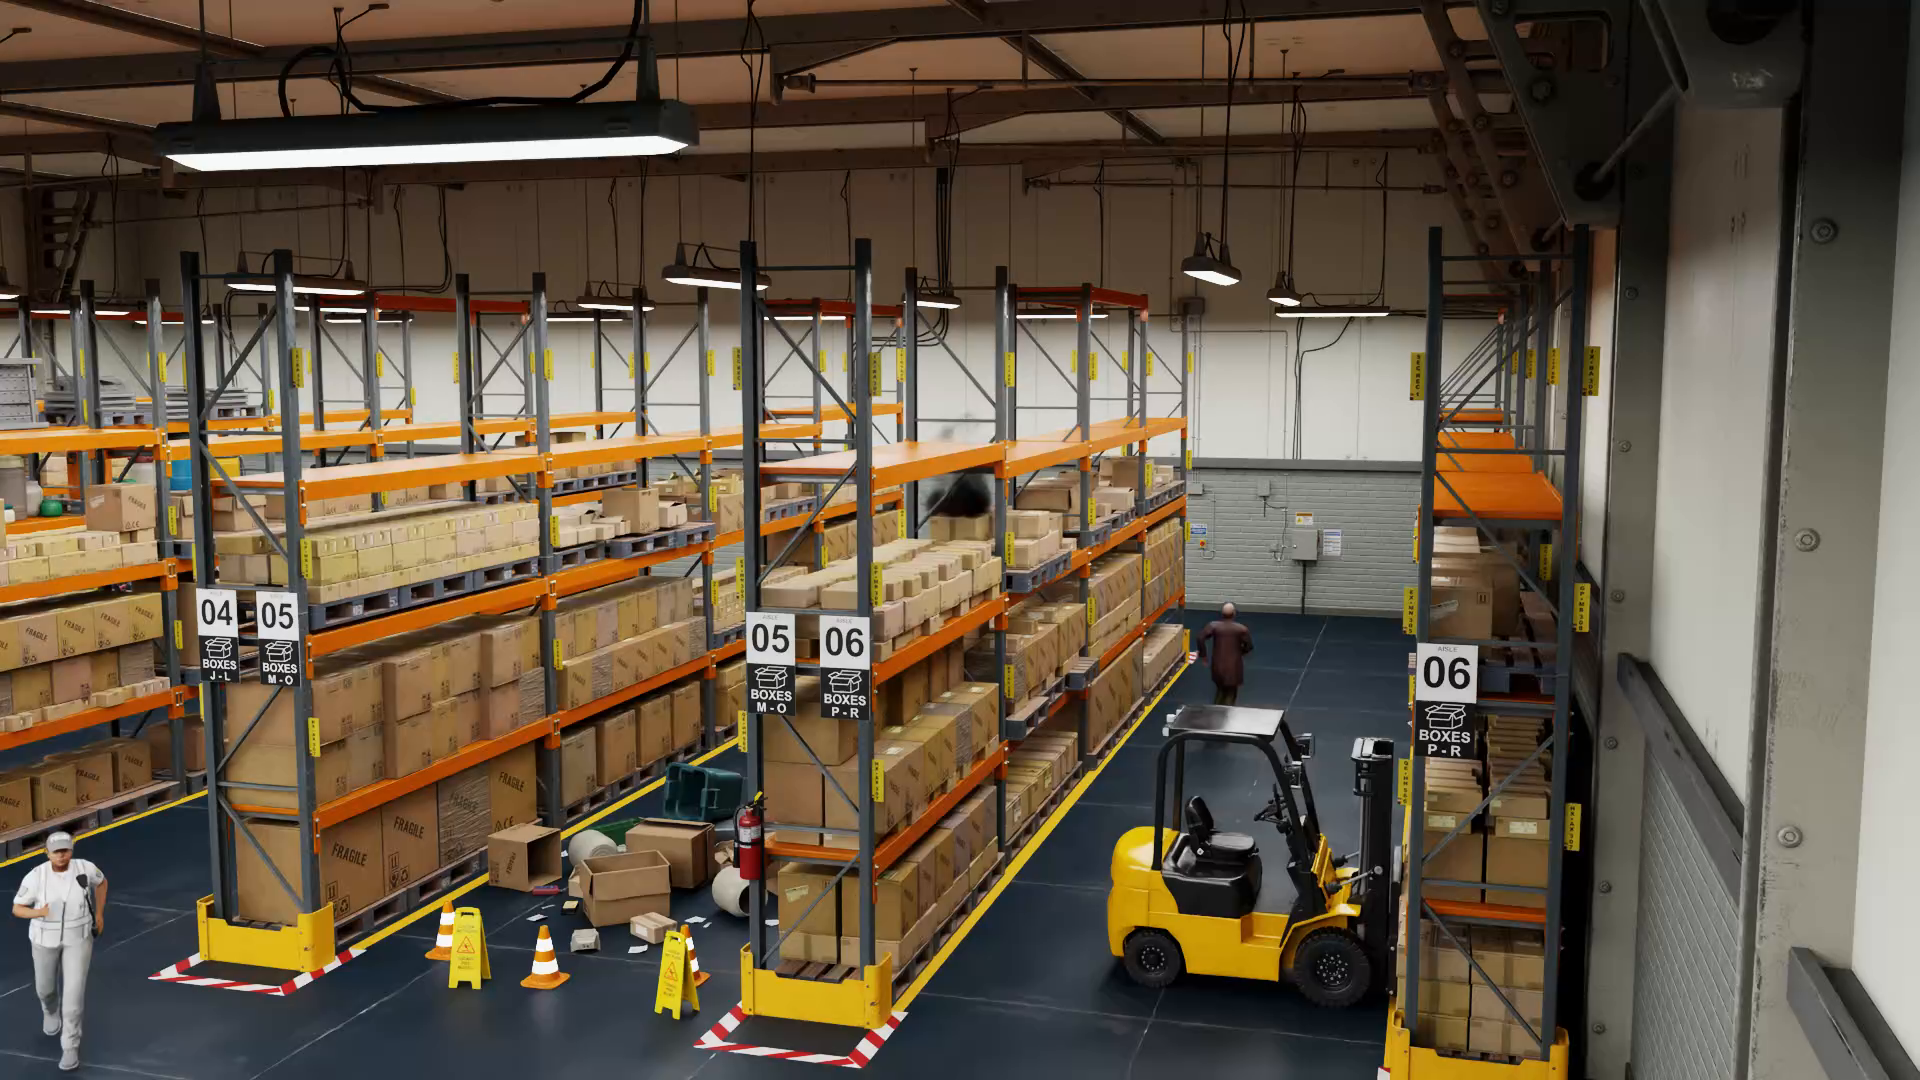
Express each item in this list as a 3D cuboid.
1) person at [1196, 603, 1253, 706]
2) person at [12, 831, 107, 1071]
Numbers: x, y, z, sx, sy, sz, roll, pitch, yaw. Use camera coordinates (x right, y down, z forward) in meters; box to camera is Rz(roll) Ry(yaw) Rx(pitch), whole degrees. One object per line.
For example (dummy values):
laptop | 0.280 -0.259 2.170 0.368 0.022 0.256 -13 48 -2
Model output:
person | 3.644 1.754 22.790 0.727 1.796 0.754 3 7 21
person | -6.622 2.951 12.251 0.595 1.657 0.936 -3 7 -26
